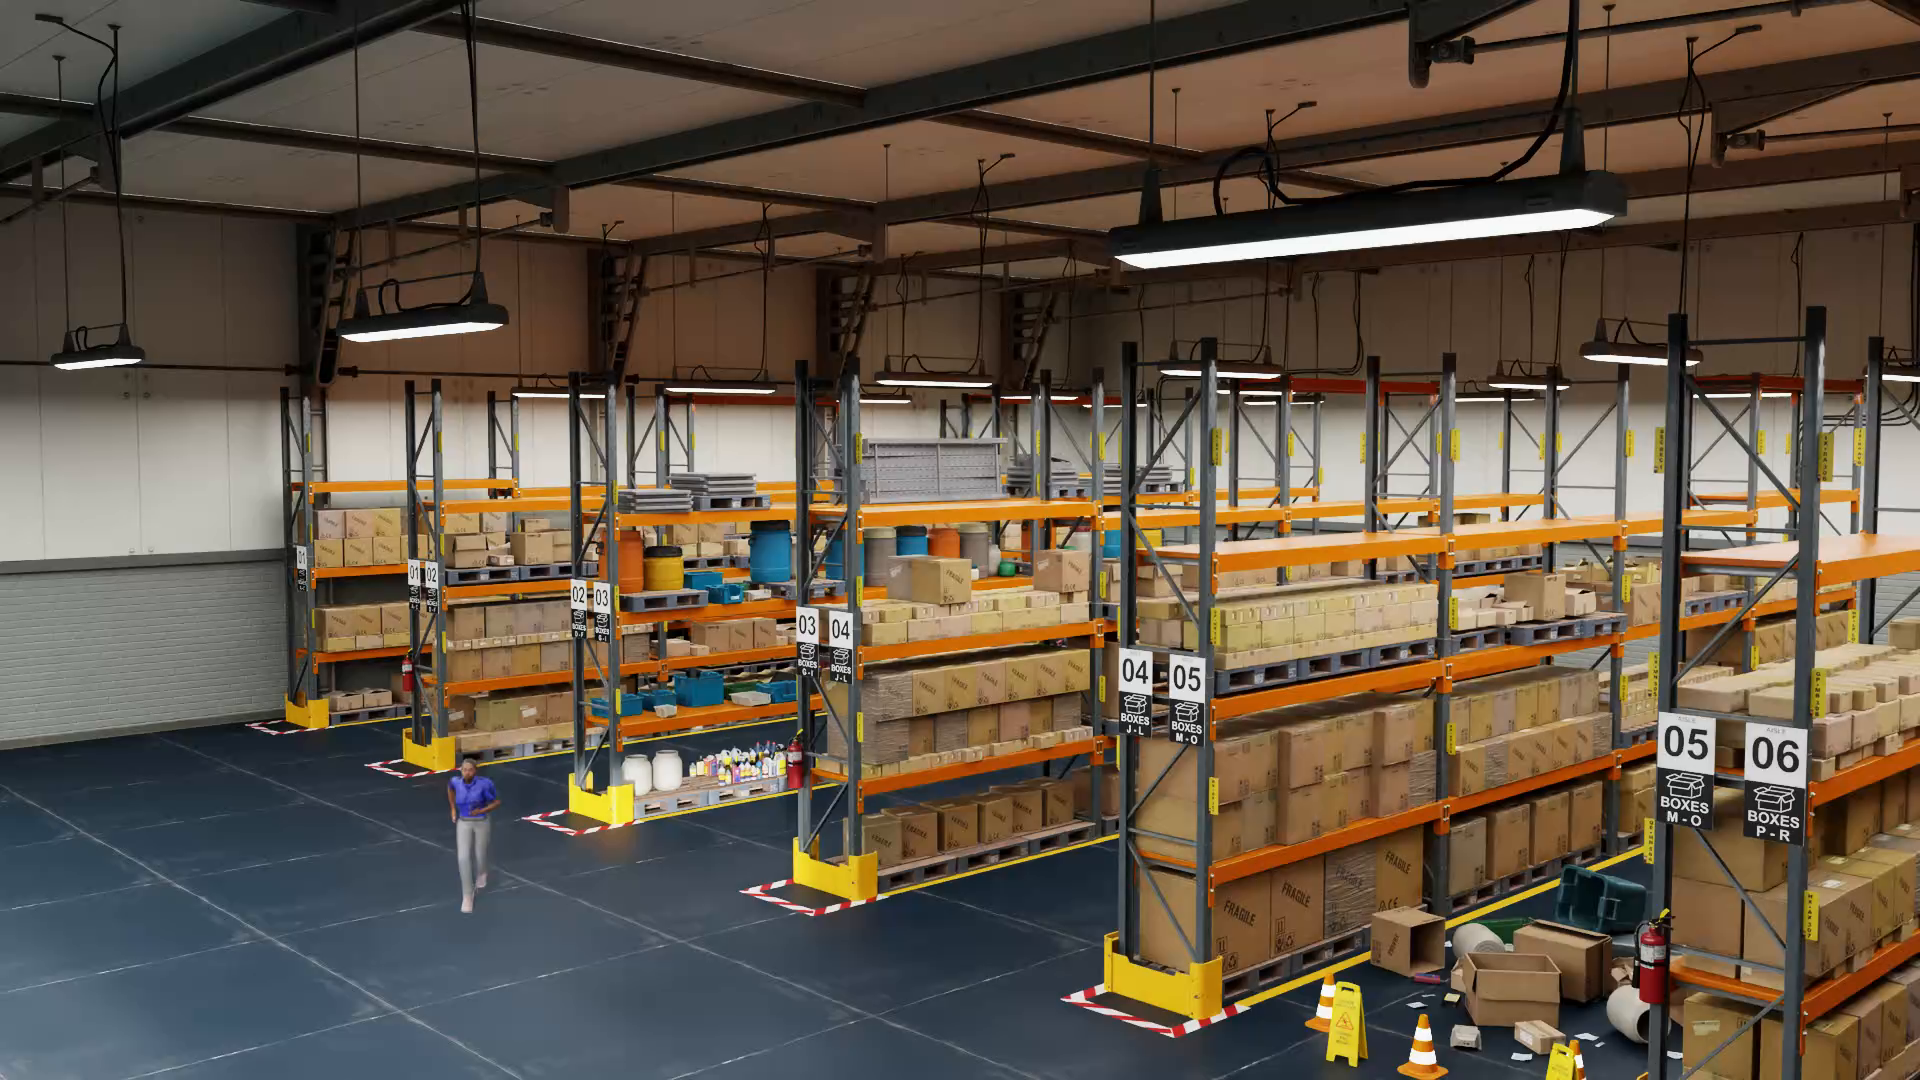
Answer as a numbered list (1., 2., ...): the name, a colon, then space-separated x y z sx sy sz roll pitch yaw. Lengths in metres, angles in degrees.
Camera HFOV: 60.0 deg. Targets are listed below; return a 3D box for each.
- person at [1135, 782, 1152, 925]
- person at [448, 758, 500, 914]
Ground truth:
1. person: 1.976 3.179 17.444 0.716 1.741 0.615 3 5 42
2. person: -5.357 3.190 18.353 0.579 1.665 0.981 -1 4 -10
